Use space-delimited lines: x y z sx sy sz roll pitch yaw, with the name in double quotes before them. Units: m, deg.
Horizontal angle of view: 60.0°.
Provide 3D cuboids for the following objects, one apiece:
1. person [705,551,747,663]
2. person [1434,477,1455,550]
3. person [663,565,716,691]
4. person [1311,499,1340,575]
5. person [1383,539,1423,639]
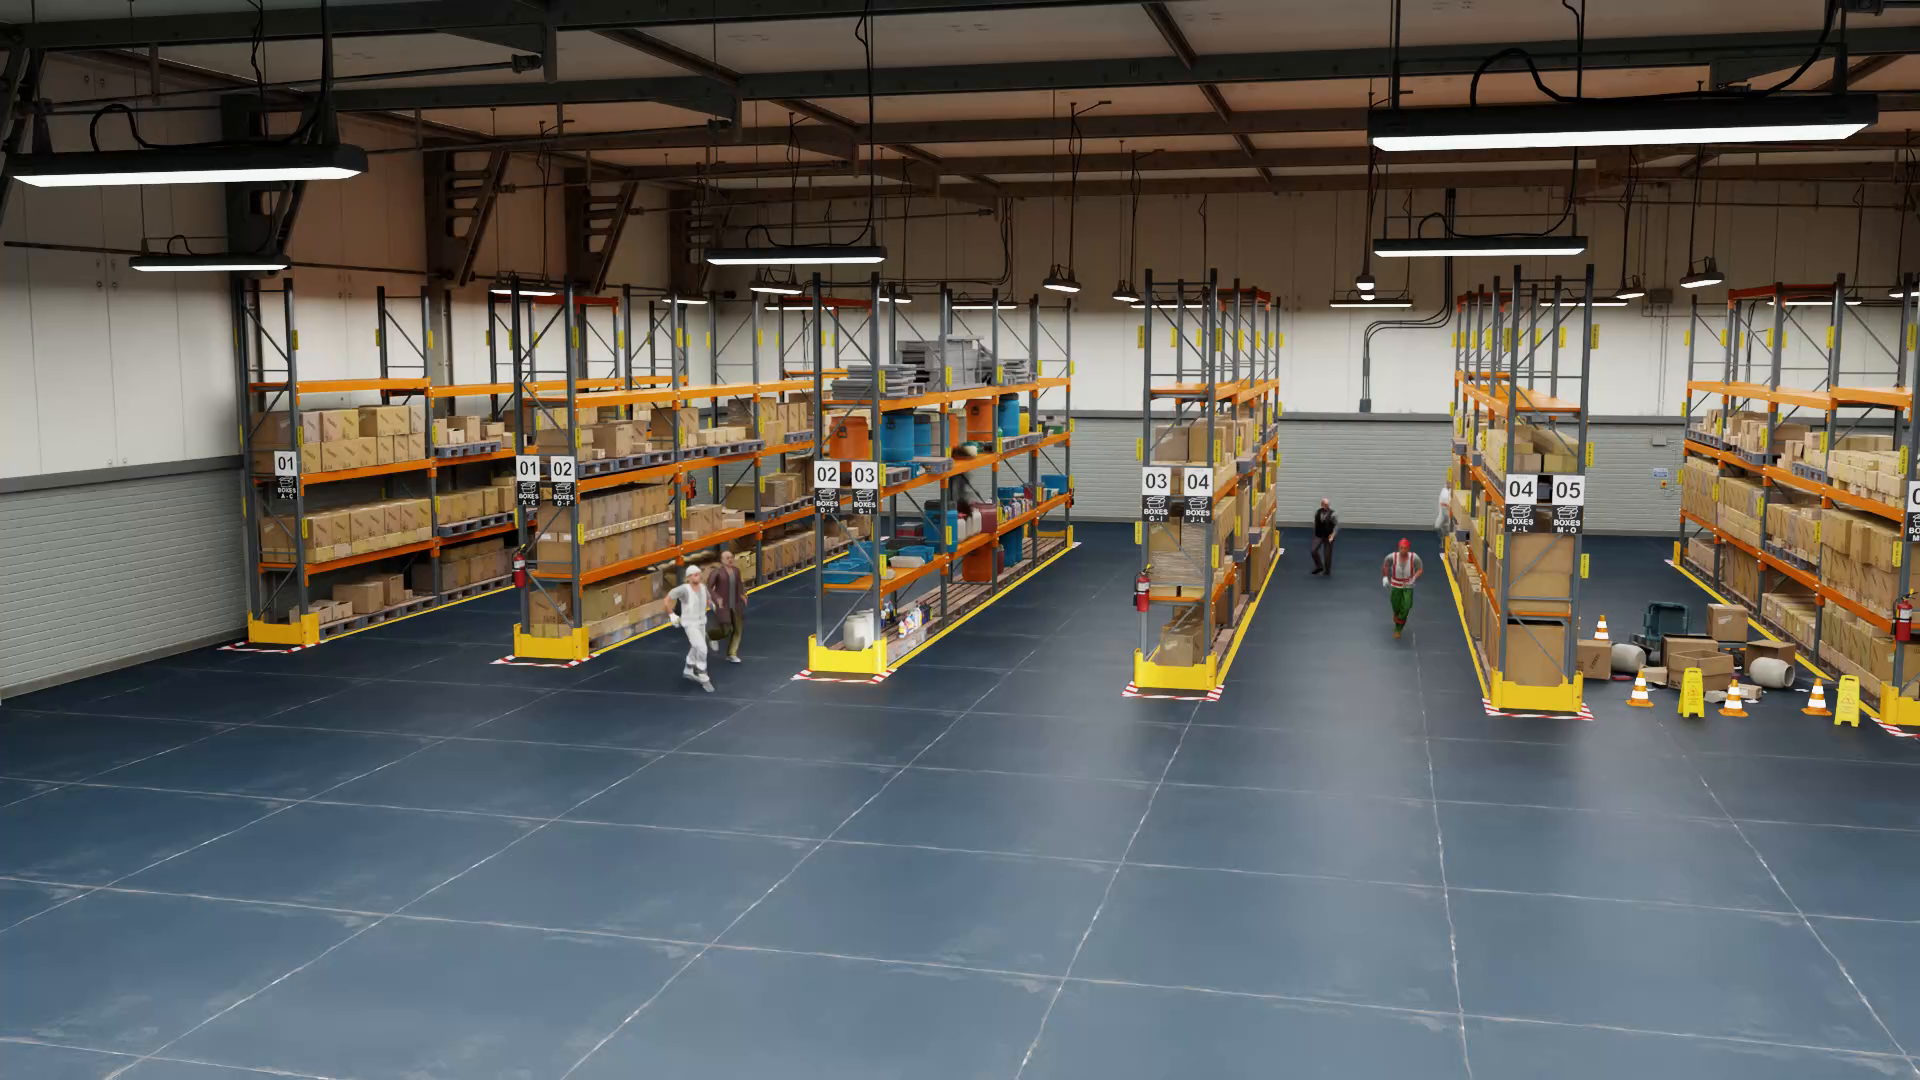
"person" -3.680 1.031 26.077 0.723 1.735 0.806 -6 9 -40
"person" 11.634 -0.629 39.720 0.696 1.787 0.638 -6 9 -40
"person" -3.837 1.268 23.903 0.680 1.839 0.761 5 9 37
"person" 7.764 -0.064 35.268 0.644 1.659 0.763 4 8 31
"person" 7.476 0.808 28.110 0.642 1.711 0.777 1 7 7
